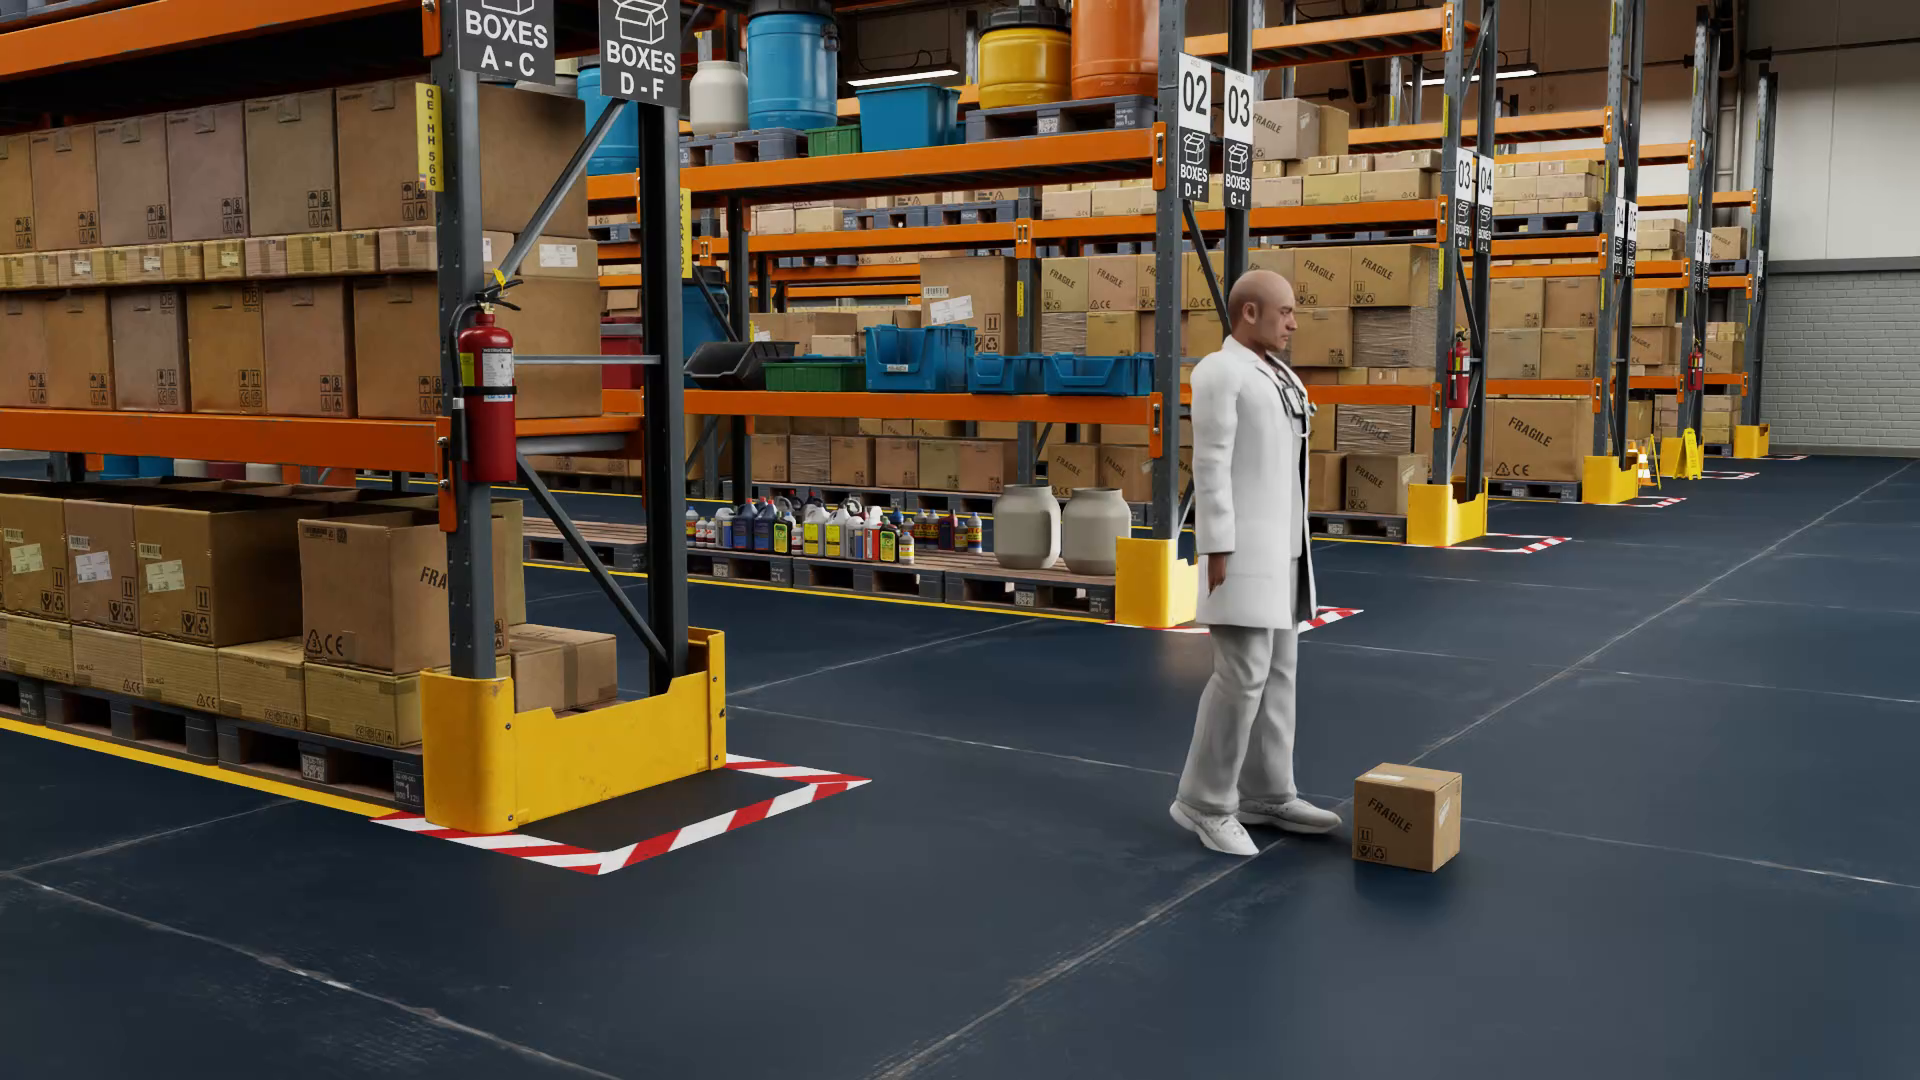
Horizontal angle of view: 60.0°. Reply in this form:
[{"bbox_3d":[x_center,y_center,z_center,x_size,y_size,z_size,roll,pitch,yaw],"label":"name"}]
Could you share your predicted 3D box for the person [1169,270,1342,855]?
[{"bbox_3d":[0.969,0.073,5.258,0.485,1.840,0.577,4,7,33],"label":"person"}]
